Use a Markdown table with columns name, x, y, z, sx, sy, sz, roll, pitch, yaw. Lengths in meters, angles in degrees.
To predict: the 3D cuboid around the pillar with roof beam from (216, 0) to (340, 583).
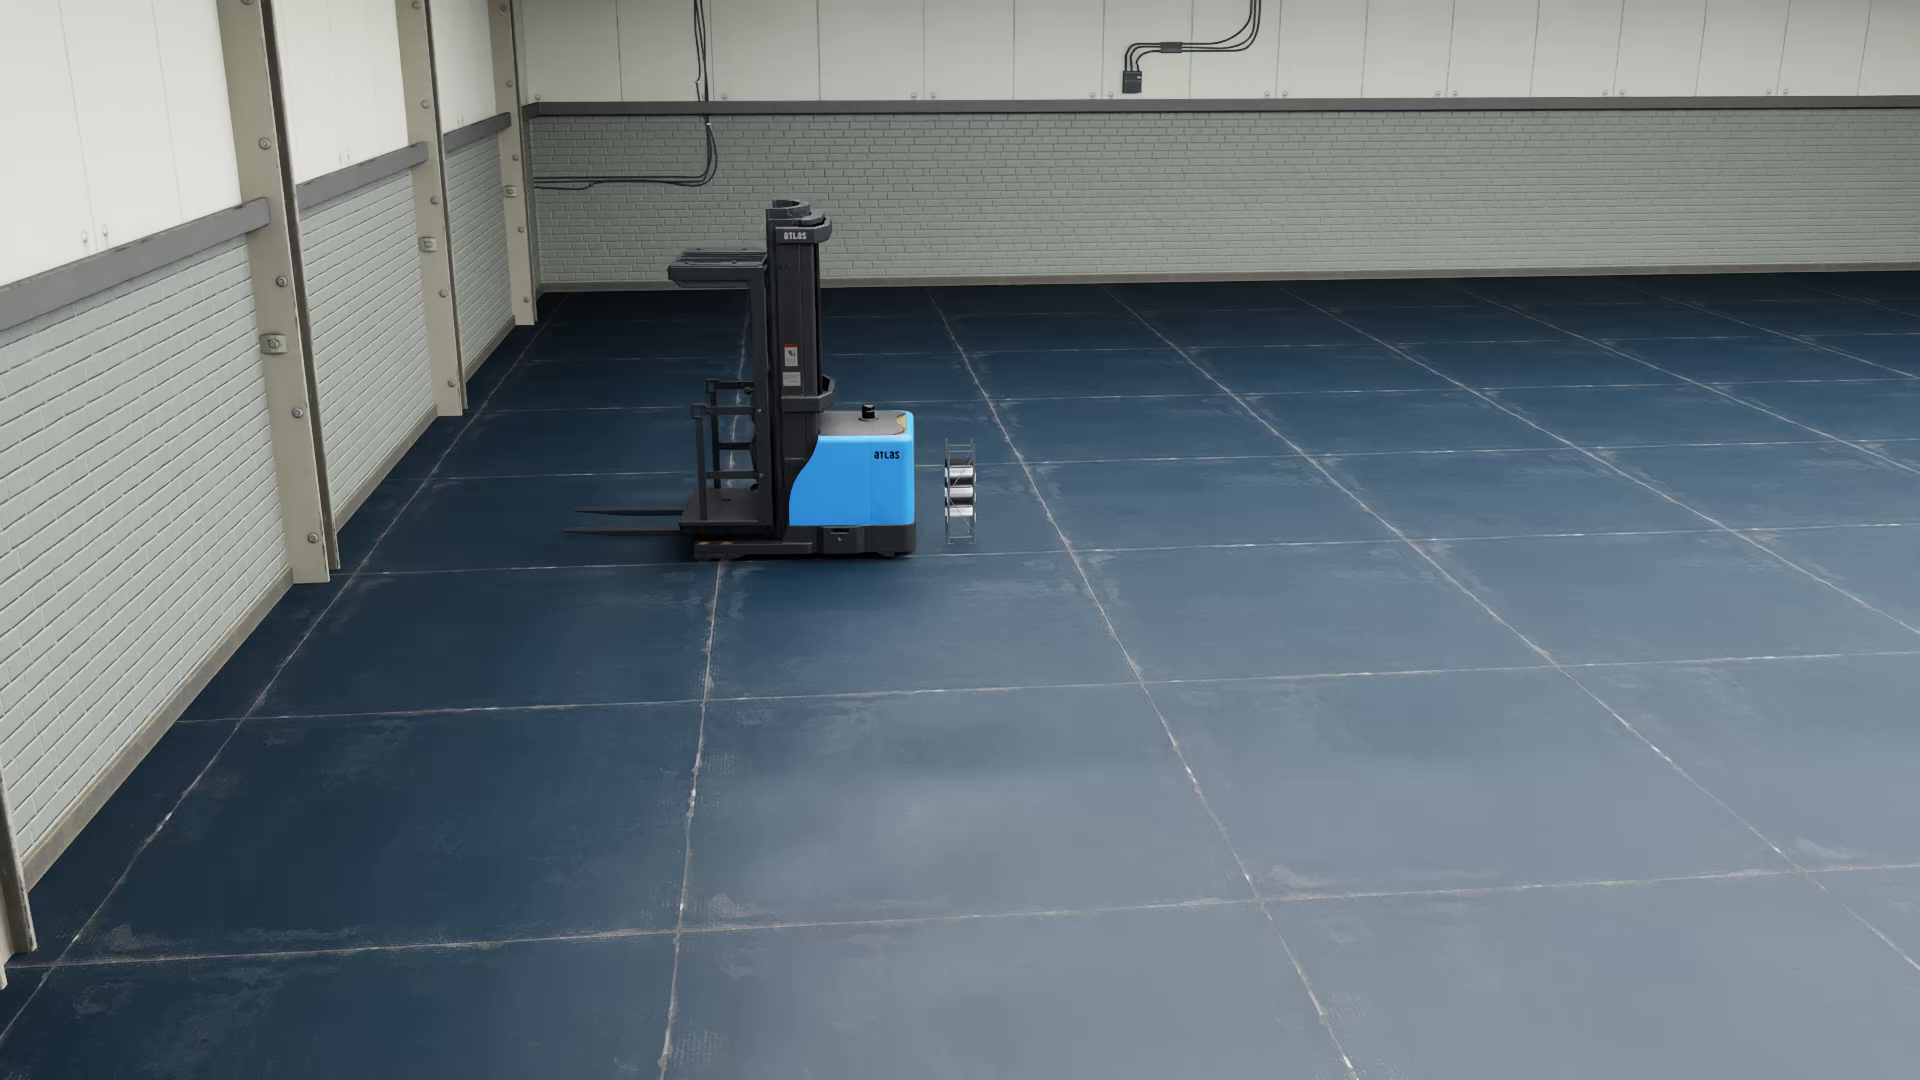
| name | x | y | z | sx | sy | sz | roll | pitch | yaw |
| --- | --- | --- | --- | --- | --- | --- | --- | --- | --- |
| pillar with roof beam | -1.051 | -4.136 | 12.827 | 9.100 | 9.000 | 0.400 | -2 | 18 | -6 |

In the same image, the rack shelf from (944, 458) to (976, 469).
| name | x | y | z | sx | sy | sz | roll | pitch | yaw |
| --- | --- | --- | --- | --- | --- | --- | --- | --- | --- |
| rack shelf | 0.001 | -0.653 | 14.464 | 0.258 | 0.077 | 0.200 | -2 | 18 | -6 |

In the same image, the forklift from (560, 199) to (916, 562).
| name | x | y | z | sx | sy | sz | roll | pitch | yaw |
| --- | --- | --- | --- | --- | --- | --- | --- | --- | --- |
| forklift | -1.904 | -1.374 | 14.160 | 3.031 | 2.935 | 1.130 | 0 | 17 | -1 |

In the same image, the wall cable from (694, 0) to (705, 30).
| name | x | y | z | sx | sy | sz | roll | pitch | yaw |
| --- | --- | --- | --- | --- | --- | --- | --- | --- | --- |
| wall cable | -2.868 | -9.508 | 26.692 | 3.097 | 2.526 | 0.112 | -2 | 18 | -6 |

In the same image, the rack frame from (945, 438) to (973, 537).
| name | x | y | z | sx | sy | sz | roll | pitch | yaw |
| --- | --- | --- | --- | --- | --- | --- | --- | --- | --- |
| rack frame | -0.010 | -0.457 | 14.631 | 0.240 | 0.900 | 0.006 | -2 | 18 | -6 |

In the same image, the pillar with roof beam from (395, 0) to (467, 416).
| name | x | y | z | sx | sy | sz | roll | pitch | yaw |
| --- | --- | --- | --- | --- | --- | --- | --- | --- | --- |
| pillar with roof beam | -1.670 | -5.923 | 18.521 | 9.100 | 9.000 | 0.400 | -2 | 18 | -6 |

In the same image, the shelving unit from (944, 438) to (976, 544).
| name | x | y | z | sx | sy | sz | roll | pitch | yaw |
| --- | --- | --- | --- | --- | --- | --- | --- | --- | --- |
| shelving unit | 0.001 | -0.427 | 14.535 | 0.258 | 0.900 | 0.210 | -2 | 18 | -6 |

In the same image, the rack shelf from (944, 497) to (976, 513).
| name | x | y | z | sx | sy | sz | roll | pitch | yaw |
| --- | --- | --- | --- | --- | --- | --- | --- | --- | --- |
| rack shelf | 0.001 | -0.309 | 14.572 | 0.258 | 0.077 | 0.200 | -2 | 18 | -6 |

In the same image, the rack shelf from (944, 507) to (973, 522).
| name | x | y | z | sx | sy | sz | roll | pitch | yaw |
| --- | --- | --- | --- | --- | --- | --- | --- | --- | --- |
| rack shelf | 0.001 | -0.223 | 14.598 | 0.258 | 0.077 | 0.200 | -2 | 18 | -6 |

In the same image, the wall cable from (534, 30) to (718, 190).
| name | x | y | z | sx | sy | sz | roll | pitch | yaw |
| --- | --- | --- | --- | --- | --- | --- | --- | --- | --- |
| wall cable | -5.559 | -7.015 | 27.182 | 3.097 | 2.526 | 0.112 | -2 | 18 | -6 |

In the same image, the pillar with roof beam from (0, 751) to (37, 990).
| name | x | y | z | sx | sy | sz | roll | pitch | yaw |
| --- | --- | --- | --- | --- | --- | --- | --- | --- | --- |
| pillar with roof beam | -0.432 | -2.348 | 7.133 | 9.100 | 9.000 | 0.400 | -2 | 18 | -6 |

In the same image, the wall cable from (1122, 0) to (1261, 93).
| name | x | y | z | sx | sy | sz | roll | pitch | yaw |
| --- | --- | --- | --- | --- | --- | --- | --- | --- | --- |
| wall cable | 3.885 | -10.408 | 27.127 | 2.305 | 6.003 | 0.169 | -2 | 18 | -6 |

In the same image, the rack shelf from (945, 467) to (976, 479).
| name | x | y | z | sx | sy | sz | roll | pitch | yaw |
| --- | --- | --- | --- | --- | --- | --- | --- | --- | --- |
| rack shelf | 0.001 | -0.567 | 14.491 | 0.258 | 0.077 | 0.200 | -2 | 18 | -6 |

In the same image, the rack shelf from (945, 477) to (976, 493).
| name | x | y | z | sx | sy | sz | roll | pitch | yaw |
| --- | --- | --- | --- | --- | --- | --- | --- | --- | --- |
| rack shelf | 0.001 | -0.481 | 14.518 | 0.258 | 0.077 | 0.200 | -2 | 18 | -6 |

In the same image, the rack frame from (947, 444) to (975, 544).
| name | x | y | z | sx | sy | sz | roll | pitch | yaw |
| --- | --- | --- | --- | --- | --- | --- | --- | --- | --- |
| rack frame | 0.011 | -0.397 | 14.438 | 0.240 | 0.900 | 0.006 | -2 | 18 | -6 |

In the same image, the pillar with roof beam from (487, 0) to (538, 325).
| name | x | y | z | sx | sy | sz | roll | pitch | yaw |
| --- | --- | --- | --- | --- | --- | --- | --- | --- | --- |
| pillar with roof beam | -2.288 | -7.711 | 24.215 | 9.100 | 9.000 | 0.400 | -2 | 18 | -6 |

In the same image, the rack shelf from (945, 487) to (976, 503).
| name | x | y | z | sx | sy | sz | roll | pitch | yaw |
| --- | --- | --- | --- | --- | --- | --- | --- | --- | --- |
| rack shelf | 0.001 | -0.395 | 14.545 | 0.258 | 0.077 | 0.200 | -2 | 18 | -6 |
